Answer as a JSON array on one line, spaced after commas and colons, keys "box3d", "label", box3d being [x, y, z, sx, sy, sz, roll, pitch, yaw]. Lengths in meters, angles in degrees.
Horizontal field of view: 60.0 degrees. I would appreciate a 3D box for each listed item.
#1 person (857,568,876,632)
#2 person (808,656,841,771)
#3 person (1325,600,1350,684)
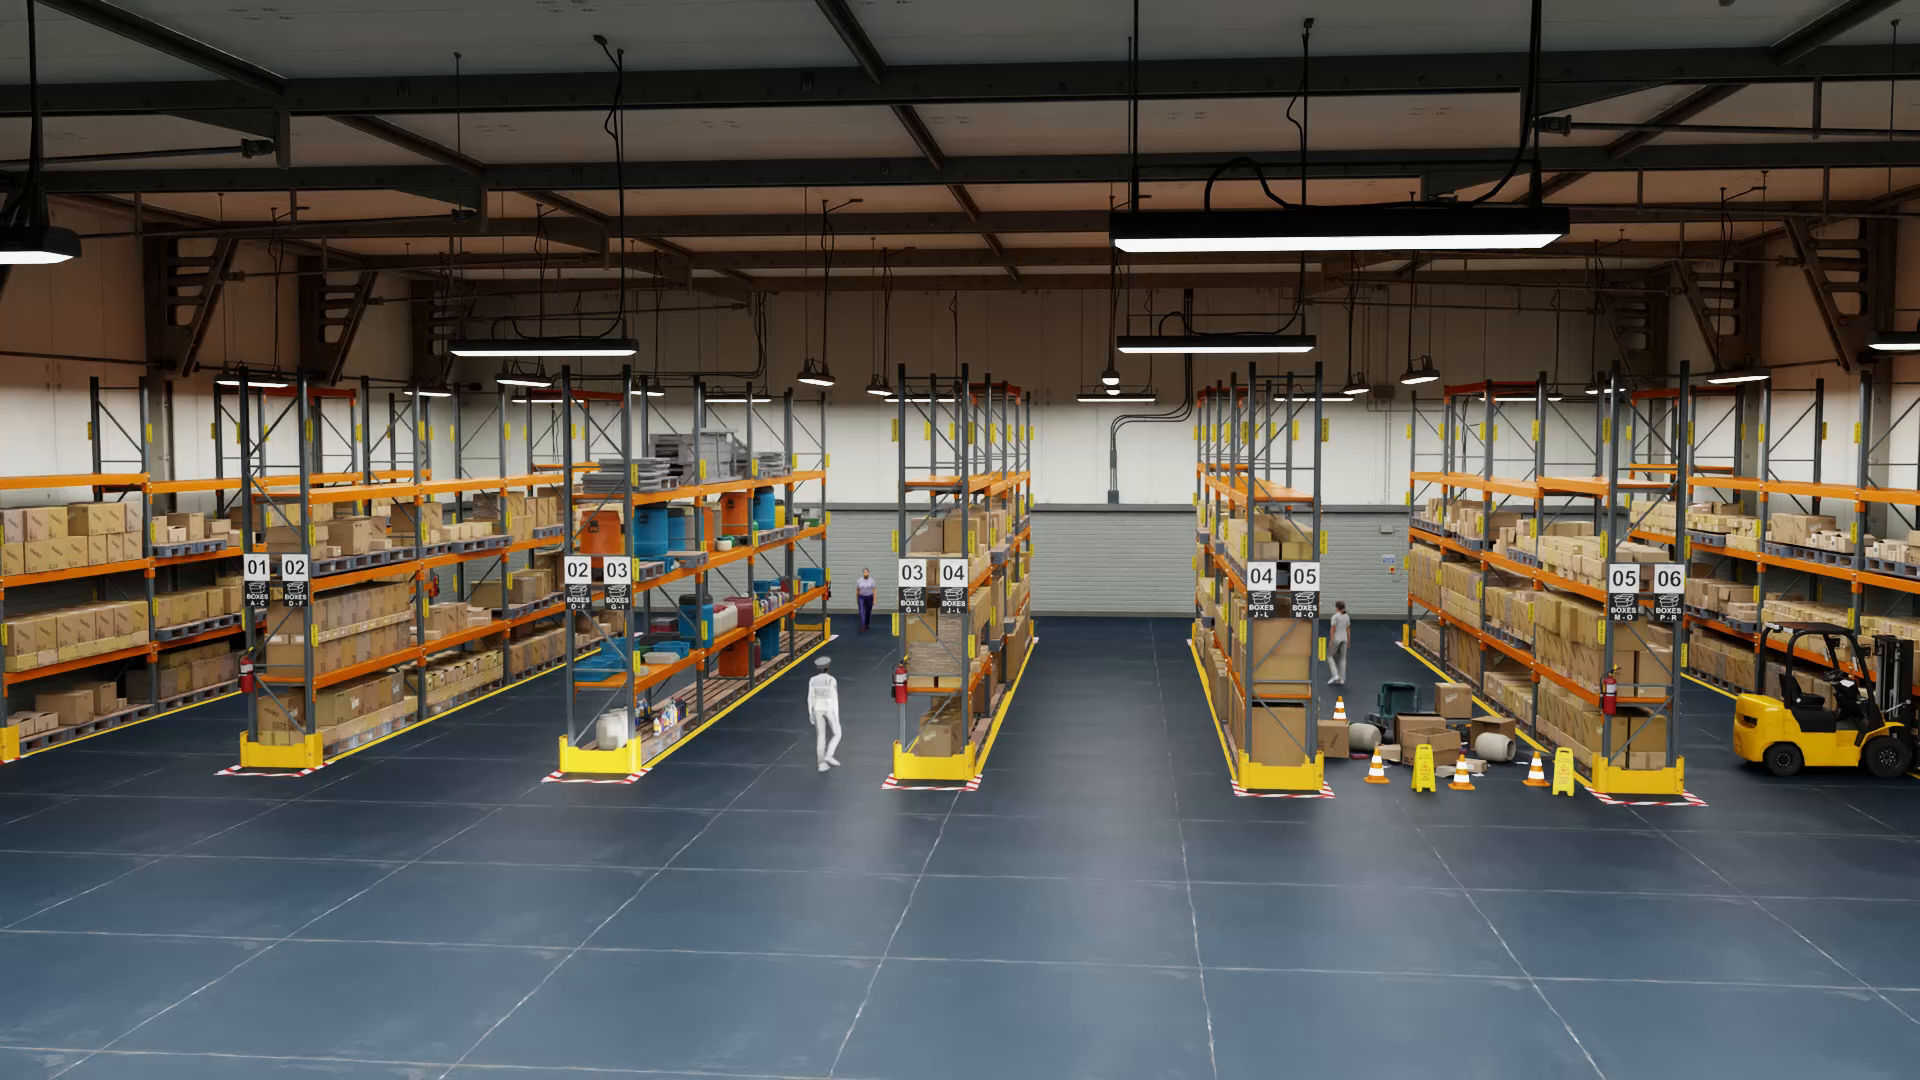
[{"box3d": [-2.355, 1.502, 41.977, 0.488, 1.580, 1.069, -1, 4, -9], "label": "person"}, {"box3d": [-2.018, 2.574, 24.669, 0.525, 1.677, 0.461, 1, 4, 15], "label": "person"}, {"box3d": [7.568, 2.047, 33.202, 0.485, 1.691, 0.396, -1, 4, -21], "label": "person"}]
